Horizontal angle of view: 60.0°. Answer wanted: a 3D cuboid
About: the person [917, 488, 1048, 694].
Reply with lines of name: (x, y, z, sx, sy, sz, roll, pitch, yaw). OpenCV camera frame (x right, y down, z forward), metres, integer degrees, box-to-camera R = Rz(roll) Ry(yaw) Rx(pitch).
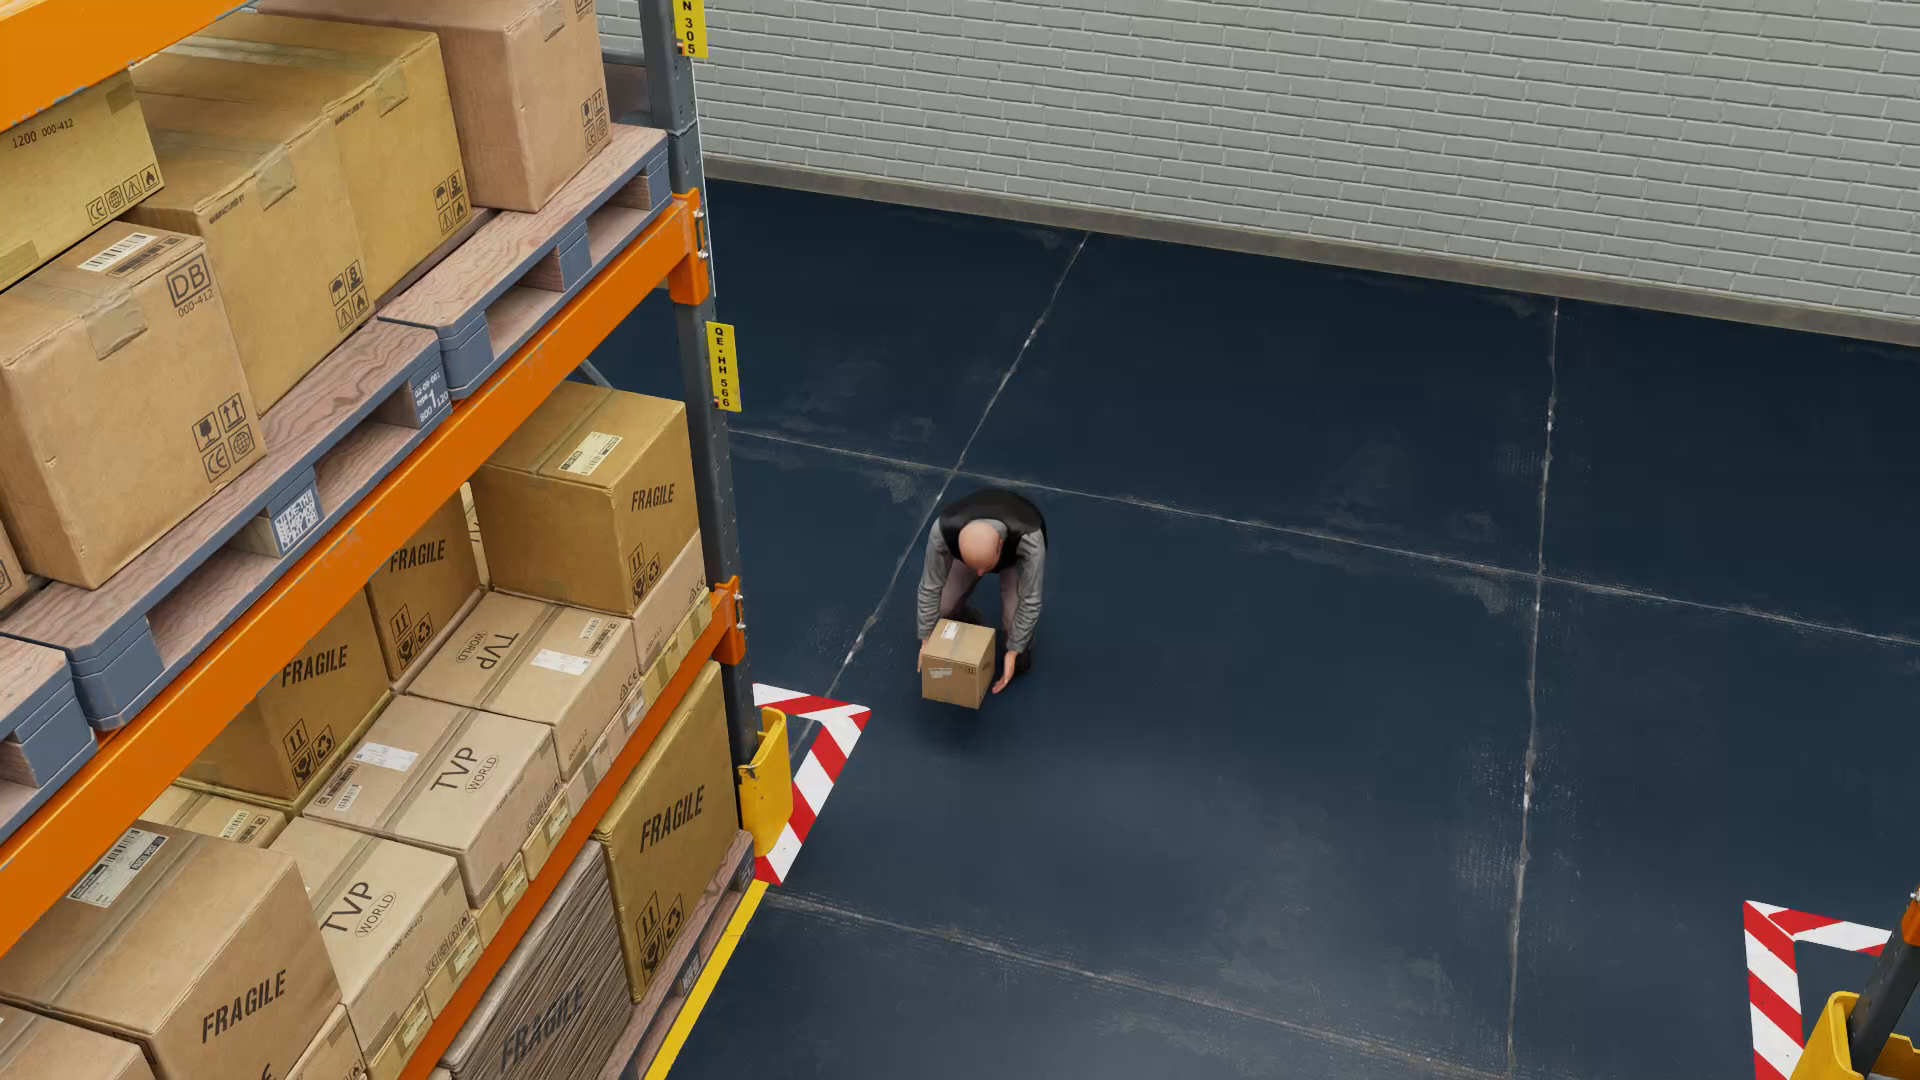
person: (0.136, 0.170, 7.272, 0.550, 1.024, 0.859, 11, 38, 14)
